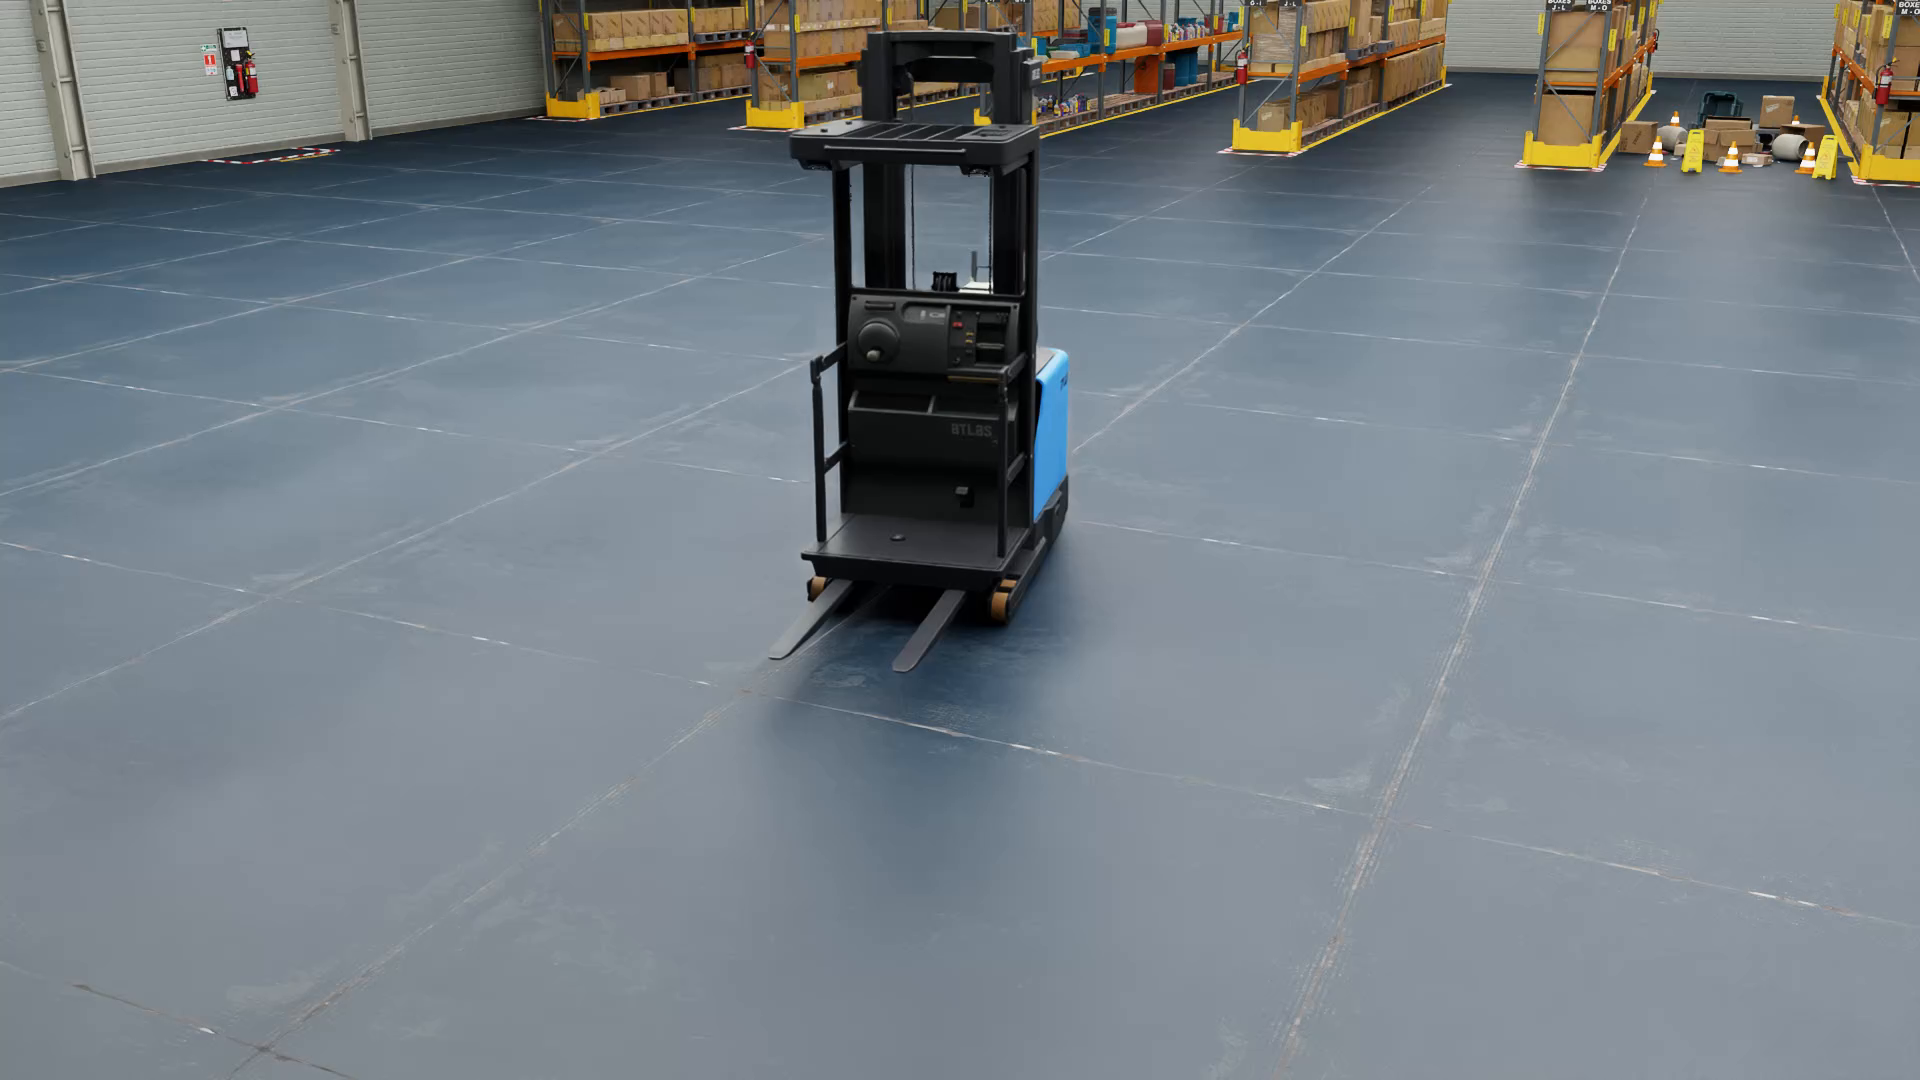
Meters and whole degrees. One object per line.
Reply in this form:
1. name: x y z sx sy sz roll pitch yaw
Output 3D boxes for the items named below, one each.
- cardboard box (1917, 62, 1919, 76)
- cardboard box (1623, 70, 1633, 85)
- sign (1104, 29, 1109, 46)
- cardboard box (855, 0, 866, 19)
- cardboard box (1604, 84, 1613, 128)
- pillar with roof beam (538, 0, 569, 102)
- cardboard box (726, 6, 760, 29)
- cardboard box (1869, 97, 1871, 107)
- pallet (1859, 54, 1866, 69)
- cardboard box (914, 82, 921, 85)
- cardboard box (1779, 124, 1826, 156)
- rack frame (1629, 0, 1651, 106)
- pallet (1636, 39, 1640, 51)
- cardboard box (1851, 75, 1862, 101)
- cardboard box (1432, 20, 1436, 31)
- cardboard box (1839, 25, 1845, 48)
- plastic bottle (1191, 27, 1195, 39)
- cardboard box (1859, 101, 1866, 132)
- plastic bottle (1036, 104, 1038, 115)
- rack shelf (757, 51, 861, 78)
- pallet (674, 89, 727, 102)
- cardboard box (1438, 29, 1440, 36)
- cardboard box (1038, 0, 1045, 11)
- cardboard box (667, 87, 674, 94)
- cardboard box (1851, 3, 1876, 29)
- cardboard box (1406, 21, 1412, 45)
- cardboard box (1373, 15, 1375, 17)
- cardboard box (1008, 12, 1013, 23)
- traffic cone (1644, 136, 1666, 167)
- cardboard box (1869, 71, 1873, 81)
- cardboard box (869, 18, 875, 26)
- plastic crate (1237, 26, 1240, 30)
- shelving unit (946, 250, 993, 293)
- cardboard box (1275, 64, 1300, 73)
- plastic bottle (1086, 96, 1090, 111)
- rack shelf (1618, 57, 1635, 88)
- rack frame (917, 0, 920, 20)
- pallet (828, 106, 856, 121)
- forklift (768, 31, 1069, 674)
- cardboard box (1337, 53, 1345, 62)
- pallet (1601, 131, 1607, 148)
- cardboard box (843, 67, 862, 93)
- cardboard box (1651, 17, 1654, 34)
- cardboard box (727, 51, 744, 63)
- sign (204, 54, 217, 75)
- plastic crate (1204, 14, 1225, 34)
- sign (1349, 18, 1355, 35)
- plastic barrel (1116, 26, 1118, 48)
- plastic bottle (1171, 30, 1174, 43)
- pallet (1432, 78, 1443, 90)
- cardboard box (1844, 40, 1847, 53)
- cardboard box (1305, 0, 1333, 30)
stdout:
1. cardboard box: 15.071 -7.380 25.650 0.500 0.500 0.500 9 22 24
2. cardboard box: 13.637 -9.572 34.391 0.500 0.250 0.500 8 21 20
3. sign: 2.990 -10.241 33.874 0.100 0.325 0.005 9 21 23
4. cardboard box: -2.406 -11.237 35.004 0.700 0.500 0.500 8 21 23
5. cardboard box: 11.667 -8.138 31.106 1.050 0.750 0.750 8 21 22
6. pillar with roof beam: -4.758 -12.894 32.796 9.100 9.000 0.400 9 21 23
7. cardboard box: -5.295 -12.706 40.414 0.700 0.500 0.500 6 21 18
8. cardboard box: 14.700 -6.967 26.471 0.380 0.149 0.250 9 21 24
9. pallet: 16.917 -8.671 30.161 1.003 0.211 1.213 9 21 23
10. cardboard box: -1.207 -10.439 37.486 0.500 0.311 0.500 8 21 21
11. cardboard box: 14.373 -6.832 28.430 0.500 0.500 0.500 -9 22 -24
12. rack frame: 14.771 -11.243 37.107 1.000 3.000 0.127 9 21 23
13. pallet: 13.907 -10.541 35.419 1.003 0.211 1.213 9 21 23
14. cardboard box: 18.049 -8.769 32.693 0.875 0.875 0.875 8 21 22
15. cardboard box: 11.343 -12.592 40.680 0.500 0.250 0.500 9 21 23
16. cardboard box: 19.491 -10.977 36.209 0.500 0.500 0.500 8 21 21
17. plastic bottle: 5.546 -12.145 39.829 0.152 0.276 0.135 9 21 23
18. cardboard box: 15.356 -7.097 27.805 0.500 0.500 0.500 9 22 25
19. plastic bottle: 1.514 -8.581 33.140 0.097 0.201 0.097 0 20 0
20. rack shelf: -2.843 -9.919 34.458 1.077 0.370 4.000 9 21 23
21. pallet: -6.228 -10.473 39.102 1.003 0.211 1.213 9 21 23
22. cardboard box: 11.768 -12.672 41.501 0.380 0.149 0.250 9 21 24
23. cardboard box: 1.912 -14.097 43.489 0.500 0.500 0.500 8 21 21
24. cardboard box: -6.737 -10.253 37.894 0.380 0.166 0.250 6 20 16
25. cardboard box: 18.290 -10.547 33.508 0.500 0.500 0.500 8 21 22
26. cardboard box: 9.929 -11.511 37.709 0.500 0.500 0.500 8 21 22
27. cardboard box: 8.465 -10.807 35.103 0.500 0.500 0.500 6 20 16
28. cardboard box: 1.222 -13.550 43.445 0.500 0.500 0.500 9 21 24
29. traffic cone: 11.370 -6.347 27.126 0.336 0.463 0.334 9 21 23
30. cardboard box: 15.099 -7.589 27.207 0.380 0.149 0.250 9 21 23
31. cardboard box: -2.043 -11.035 35.403 0.380 0.149 0.250 8 21 22
32. plastic crate: 7.106 -13.401 43.477 0.396 0.136 0.243 9 21 23
33. shelving unit: 0.183 -1.036 10.644 0.431 1.500 0.755 5 20 14
34. cardboard box: 5.708 -8.223 28.988 0.380 0.149 0.250 9 21 23
35. plastic bottle: 2.597 -8.924 33.983 0.061 0.283 0.133 10 22 25
36. rack shelf: 12.314 -9.070 32.071 1.077 0.370 4.000 9 21 23
37. rack frame: -1.631 -15.217 48.280 1.000 3.000 0.127 9 21 23
38. pallet: -2.886 -8.944 34.804 1.003 0.211 1.213 9 21 23
39. forklift: -0.195 -1.085 8.644 1.130 2.935 3.031 5 20 14
40. cardboard box: 7.192 -9.285 31.975 0.380 0.149 0.250 9 21 23
41. pallet: 11.113 -7.262 30.075 1.003 0.211 1.213 9 21 23
42. cardboard box: -2.230 -9.802 35.413 0.500 0.500 0.500 9 21 23
43. cardboard box: 15.832 -12.017 38.689 0.500 0.500 0.500 10 22 25
44. cardboard box: -5.445 -11.761 40.518 0.500 0.250 0.500 9 21 24
45. sign: -12.510 -7.936 27.753 0.001 0.329 0.234 9 21 23
46. plastic crate: 6.363 -12.931 41.669 0.402 0.464 0.583 9 21 23
47. sign: 7.510 -9.845 31.884 0.100 0.325 0.005 9 21 23
48. plastic barrel: 3.085 -10.515 34.857 0.433 0.535 0.433 0 20 0
49. plastic bottle: 4.889 -11.621 38.343 0.061 0.283 0.133 9 21 23
50. pallet: 11.670 -11.609 42.296 1.003 0.211 1.213 9 21 23
51. cardboard box: 18.473 -10.113 34.153 0.500 0.250 0.500 8 21 22
52. cardboard box: 6.461 -9.534 30.216 0.500 0.500 0.500 9 21 23
